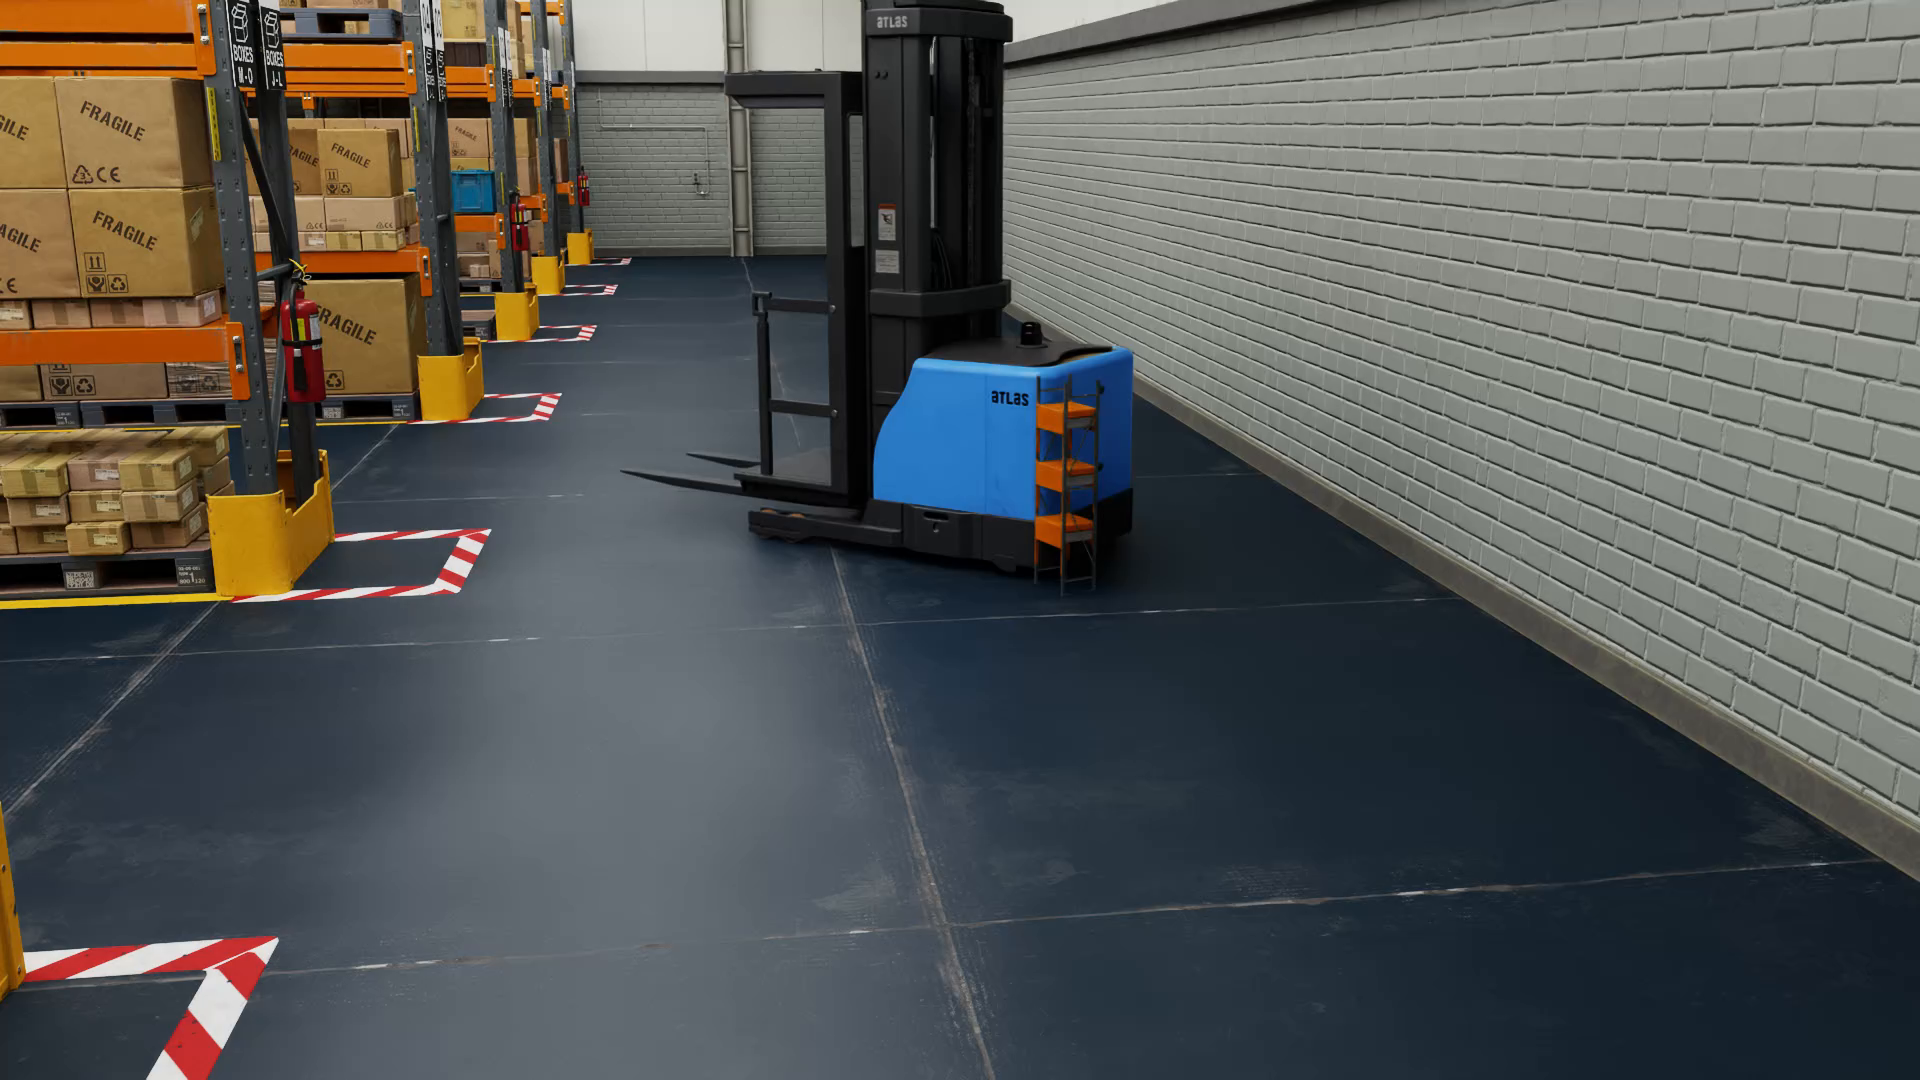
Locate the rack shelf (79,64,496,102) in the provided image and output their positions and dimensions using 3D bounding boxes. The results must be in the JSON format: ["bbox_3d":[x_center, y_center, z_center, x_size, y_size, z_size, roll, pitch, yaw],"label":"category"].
[{"bbox_3d":[-6.836,-4.746,17.294,4.000,0.370,1.077,-2,14,-8],"label":"rack shelf"}]

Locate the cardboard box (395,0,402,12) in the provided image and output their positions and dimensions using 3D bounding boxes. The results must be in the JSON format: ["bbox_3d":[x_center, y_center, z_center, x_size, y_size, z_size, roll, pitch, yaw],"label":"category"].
[{"bbox_3d":[-7.084,-6.829,21.857,0.500,0.500,0.700,-2,14,-8],"label":"cardboard box"}]

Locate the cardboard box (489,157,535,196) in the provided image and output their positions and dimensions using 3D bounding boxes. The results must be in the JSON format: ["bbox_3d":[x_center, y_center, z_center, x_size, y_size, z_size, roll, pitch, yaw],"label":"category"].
[{"bbox_3d":[-5.995,-4.871,22.274,0.500,0.500,0.500,-2,14,-7],"label":"cardboard box"}]

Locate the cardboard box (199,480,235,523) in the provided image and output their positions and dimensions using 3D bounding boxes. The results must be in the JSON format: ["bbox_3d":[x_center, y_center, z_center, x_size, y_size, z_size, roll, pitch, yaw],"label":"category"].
[{"bbox_3d":[-4.048,-0.204,8.865,0.250,0.149,0.380,-2,14,-7],"label":"cardboard box"}]

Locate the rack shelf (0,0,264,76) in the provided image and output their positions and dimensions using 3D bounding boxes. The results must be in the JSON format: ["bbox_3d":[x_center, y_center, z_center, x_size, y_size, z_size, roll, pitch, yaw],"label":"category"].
[{"bbox_3d":[-5.459,-2.358,7.771,4.000,0.370,1.077,-2,14,-8],"label":"rack shelf"}]

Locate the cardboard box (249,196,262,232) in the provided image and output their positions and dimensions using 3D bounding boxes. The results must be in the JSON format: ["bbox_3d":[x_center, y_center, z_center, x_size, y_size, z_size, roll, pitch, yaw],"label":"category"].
[{"bbox_3d":[-5.565,-2.475,12.621,0.500,0.250,0.500,-3,14,-10],"label":"cardboard box"}]

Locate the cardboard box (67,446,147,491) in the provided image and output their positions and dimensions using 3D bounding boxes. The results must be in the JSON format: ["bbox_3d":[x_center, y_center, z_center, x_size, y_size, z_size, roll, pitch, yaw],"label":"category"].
[{"bbox_3d":[-4.225,-0.359,8.260,0.250,0.149,0.380,-2,14,-7],"label":"cardboard box"}]

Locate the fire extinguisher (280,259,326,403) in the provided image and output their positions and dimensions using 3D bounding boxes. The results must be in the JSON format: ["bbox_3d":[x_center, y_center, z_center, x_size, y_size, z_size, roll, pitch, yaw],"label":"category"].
[{"bbox_3d":[-3.164,-1.004,7.986,0.183,0.674,0.296,-2,14,-8],"label":"fire extinguisher"}]

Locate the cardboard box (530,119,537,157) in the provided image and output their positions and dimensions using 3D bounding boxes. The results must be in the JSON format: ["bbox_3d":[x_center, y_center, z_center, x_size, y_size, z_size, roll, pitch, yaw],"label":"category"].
[{"bbox_3d":[-6.071,-5.485,22.667,0.500,0.500,0.500,-2,14,-7],"label":"cardboard box"}]

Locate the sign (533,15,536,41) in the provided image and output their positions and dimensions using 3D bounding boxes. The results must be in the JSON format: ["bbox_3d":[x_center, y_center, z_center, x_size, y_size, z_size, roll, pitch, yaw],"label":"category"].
[{"bbox_3d":[-5.530,-6.655,21.604,0.005,0.325,0.100,-2,14,-8],"label":"sign"}]

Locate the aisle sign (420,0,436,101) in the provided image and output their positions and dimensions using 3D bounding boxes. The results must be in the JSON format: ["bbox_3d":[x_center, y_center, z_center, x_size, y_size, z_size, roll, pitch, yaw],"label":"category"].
[{"bbox_3d":[-4.005,-3.713,12.516,0.004,0.787,0.394,-2,14,-8],"label":"aisle sign"}]

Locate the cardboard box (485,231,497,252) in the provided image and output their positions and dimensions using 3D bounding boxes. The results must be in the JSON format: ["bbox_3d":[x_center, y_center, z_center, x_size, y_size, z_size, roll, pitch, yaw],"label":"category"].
[{"bbox_3d":[-7.507,-5.020,27.346,0.500,0.500,0.700,-2,14,-8],"label":"cardboard box"}]

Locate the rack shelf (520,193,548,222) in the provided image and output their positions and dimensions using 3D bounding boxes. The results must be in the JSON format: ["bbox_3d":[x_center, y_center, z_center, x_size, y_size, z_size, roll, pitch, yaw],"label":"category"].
[{"bbox_3d":[-7.571,-4.483,22.410,4.000,0.370,1.077,-2,14,-8],"label":"rack shelf"}]

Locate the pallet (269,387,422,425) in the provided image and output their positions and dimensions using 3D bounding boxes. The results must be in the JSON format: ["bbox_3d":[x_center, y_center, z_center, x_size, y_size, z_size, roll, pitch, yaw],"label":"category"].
[{"bbox_3d":[-4.900,-1.121,13.258,1.213,0.211,1.003,-2,14,-8],"label":"pallet"}]

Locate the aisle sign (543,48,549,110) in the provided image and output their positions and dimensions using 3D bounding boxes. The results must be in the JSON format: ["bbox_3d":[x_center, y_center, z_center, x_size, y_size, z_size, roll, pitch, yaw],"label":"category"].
[{"bbox_3d":[-5.480,-6.094,22.011,0.004,0.787,0.394,-2,14,-8],"label":"aisle sign"}]

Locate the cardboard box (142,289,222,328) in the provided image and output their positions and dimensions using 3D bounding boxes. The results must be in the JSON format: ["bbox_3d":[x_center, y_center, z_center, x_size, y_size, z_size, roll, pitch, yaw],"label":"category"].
[{"bbox_3d":[-3.762,-1.123,8.050,0.250,0.149,0.380,-2,14,-8],"label":"cardboard box"}]

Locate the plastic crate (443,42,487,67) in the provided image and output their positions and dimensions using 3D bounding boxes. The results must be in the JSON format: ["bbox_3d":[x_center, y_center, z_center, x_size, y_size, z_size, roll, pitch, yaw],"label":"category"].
[{"bbox_3d":[-5.281,-5.157,17.723,0.590,0.269,0.497,-2,14,-8],"label":"plastic crate"}]

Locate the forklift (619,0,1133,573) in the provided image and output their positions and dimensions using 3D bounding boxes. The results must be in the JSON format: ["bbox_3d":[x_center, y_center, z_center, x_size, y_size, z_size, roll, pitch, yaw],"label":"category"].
[{"bbox_3d":[-0.581,-1.502,9.187,3.031,2.935,1.130,8,16,30],"label":"forklift"}]

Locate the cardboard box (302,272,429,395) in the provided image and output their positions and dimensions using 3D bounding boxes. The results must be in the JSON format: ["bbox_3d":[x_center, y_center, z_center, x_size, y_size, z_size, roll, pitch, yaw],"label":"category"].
[{"bbox_3d":[-4.742,-1.652,13.148,0.875,0.875,0.875,-2,14,-8],"label":"cardboard box"}]

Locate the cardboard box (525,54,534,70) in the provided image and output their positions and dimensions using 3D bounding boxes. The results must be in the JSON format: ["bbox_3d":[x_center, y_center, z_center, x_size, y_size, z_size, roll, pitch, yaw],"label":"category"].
[{"bbox_3d":[-7.019,-7.640,26.592,0.500,0.250,0.500,-2,14,-7],"label":"cardboard box"}]

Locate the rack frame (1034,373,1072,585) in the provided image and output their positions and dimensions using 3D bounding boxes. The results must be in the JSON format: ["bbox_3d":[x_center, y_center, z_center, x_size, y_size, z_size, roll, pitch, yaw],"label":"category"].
[{"bbox_3d":[0.462,-0.298,8.253,0.200,1.050,0.008,-8,16,-29],"label":"rack frame"}]

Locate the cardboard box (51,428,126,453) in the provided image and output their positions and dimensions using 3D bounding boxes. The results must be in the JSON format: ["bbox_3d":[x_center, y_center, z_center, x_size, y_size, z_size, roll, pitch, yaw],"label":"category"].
[{"bbox_3d":[-4.573,-0.480,8.742,0.250,0.149,0.380,-2,14,-8],"label":"cardboard box"}]

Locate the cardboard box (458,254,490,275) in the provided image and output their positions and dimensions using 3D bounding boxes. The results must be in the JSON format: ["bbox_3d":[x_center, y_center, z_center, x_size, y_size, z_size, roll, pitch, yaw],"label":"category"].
[{"bbox_3d":[-6.667,-3.815,23.014,0.500,0.250,0.500,-2,14,-8],"label":"cardboard box"}]

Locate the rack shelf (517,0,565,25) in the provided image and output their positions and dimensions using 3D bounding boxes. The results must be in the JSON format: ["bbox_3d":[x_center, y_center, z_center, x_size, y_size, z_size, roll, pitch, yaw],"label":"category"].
[{"bbox_3d":[-8.312,-8.390,26.480,4.000,0.370,1.077,-2,14,-8],"label":"rack shelf"}]

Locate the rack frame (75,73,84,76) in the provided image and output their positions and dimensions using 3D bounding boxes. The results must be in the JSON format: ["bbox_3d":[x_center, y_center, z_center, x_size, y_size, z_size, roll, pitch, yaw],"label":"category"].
[{"bbox_3d":[-8.814,-3.568,17.282,0.127,3.000,1.000,-2,14,-8],"label":"rack frame"}]

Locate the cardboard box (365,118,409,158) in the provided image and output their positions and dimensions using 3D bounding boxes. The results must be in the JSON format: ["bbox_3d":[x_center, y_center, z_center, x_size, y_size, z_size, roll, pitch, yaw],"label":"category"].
[{"bbox_3d":[-7.511,-5.299,21.922,0.500,0.500,0.500,-2,14,-7],"label":"cardboard box"}]

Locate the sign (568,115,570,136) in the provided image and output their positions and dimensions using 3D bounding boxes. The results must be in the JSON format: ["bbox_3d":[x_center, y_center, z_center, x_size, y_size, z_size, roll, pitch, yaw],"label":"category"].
[{"bbox_3d":[-6.267,-6.641,26.670,0.005,0.325,0.100,-2,14,-8],"label":"sign"}]

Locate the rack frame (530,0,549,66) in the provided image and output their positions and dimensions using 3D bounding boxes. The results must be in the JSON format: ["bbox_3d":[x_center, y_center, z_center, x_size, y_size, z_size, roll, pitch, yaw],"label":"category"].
[{"bbox_3d":[-5.593,-7.814,21.882,0.127,3.000,1.000,-2,14,-8],"label":"rack frame"}]

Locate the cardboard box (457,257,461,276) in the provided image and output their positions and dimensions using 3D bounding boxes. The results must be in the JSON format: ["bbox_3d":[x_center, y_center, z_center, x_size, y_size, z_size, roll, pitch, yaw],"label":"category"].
[{"bbox_3d":[-7.038,-3.678,22.469,0.500,0.250,0.500,-2,14,-8],"label":"cardboard box"}]

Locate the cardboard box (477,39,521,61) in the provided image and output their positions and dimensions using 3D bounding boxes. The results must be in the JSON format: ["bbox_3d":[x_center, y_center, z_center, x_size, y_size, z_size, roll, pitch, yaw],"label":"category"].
[{"bbox_3d":[-6.063,-6.449,21.885,0.500,0.250,0.500,-2,14,-8],"label":"cardboard box"}]

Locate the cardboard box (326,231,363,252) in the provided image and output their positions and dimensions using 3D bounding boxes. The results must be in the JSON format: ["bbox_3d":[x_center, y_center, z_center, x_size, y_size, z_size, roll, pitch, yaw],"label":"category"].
[{"bbox_3d":[-4.681,-2.298,12.734,0.250,0.149,0.380,-2,14,-8],"label":"cardboard box"}]

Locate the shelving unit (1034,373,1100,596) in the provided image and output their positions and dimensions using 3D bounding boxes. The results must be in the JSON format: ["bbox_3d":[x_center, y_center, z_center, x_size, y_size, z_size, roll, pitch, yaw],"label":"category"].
[{"bbox_3d":[0.522,-0.272,8.150,0.215,1.050,0.252,-8,16,-29],"label":"shelving unit"}]

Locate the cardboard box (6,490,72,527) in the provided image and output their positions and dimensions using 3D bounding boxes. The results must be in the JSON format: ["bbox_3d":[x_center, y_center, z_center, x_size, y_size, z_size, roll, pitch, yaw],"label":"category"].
[{"bbox_3d":[-4.475,-0.183,8.170,0.250,0.149,0.380,-3,14,-11],"label":"cardboard box"}]

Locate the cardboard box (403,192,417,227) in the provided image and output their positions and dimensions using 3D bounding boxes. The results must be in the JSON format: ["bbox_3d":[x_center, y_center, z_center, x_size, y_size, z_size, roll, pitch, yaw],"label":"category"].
[{"bbox_3d":[-4.636,-2.641,13.281,0.500,0.250,0.500,-2,14,-10],"label":"cardboard box"}]

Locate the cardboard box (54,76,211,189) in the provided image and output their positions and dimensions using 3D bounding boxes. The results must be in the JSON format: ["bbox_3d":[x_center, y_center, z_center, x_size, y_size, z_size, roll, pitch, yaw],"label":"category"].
[{"bbox_3d":[-3.897,-1.926,7.863,0.500,0.500,0.500,-2,14,-9],"label":"cardboard box"}]

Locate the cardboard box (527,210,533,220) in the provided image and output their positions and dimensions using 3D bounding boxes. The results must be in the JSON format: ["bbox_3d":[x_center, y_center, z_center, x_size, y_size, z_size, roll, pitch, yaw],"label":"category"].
[{"bbox_3d":[-7.112,-5.304,27.146,0.250,0.149,0.380,-2,14,-9],"label":"cardboard box"}]

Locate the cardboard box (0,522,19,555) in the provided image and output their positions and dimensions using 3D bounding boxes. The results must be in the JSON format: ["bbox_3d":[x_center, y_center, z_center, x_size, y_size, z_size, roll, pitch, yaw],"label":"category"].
[{"bbox_3d":[-4.727,-0.042,8.219,0.250,0.149,0.380,-2,14,-8],"label":"cardboard box"}]

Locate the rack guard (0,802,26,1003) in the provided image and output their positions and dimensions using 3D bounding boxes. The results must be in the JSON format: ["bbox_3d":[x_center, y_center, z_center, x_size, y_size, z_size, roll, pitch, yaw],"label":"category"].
[{"bbox_3d":[-2.621,1.074,3.912,0.348,0.500,1.175,-2,14,-8],"label":"rack guard"}]

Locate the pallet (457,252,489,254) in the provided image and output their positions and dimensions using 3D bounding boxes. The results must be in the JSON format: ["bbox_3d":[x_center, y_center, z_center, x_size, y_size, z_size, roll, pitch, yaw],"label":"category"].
[{"bbox_3d":[-8.317,-4.652,27.338,1.213,0.211,1.003,-2,14,-8],"label":"pallet"}]

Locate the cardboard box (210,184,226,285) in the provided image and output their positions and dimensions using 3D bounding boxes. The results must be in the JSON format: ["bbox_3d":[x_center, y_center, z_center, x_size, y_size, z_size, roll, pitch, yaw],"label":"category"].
[{"bbox_3d":[-3.967,-1.568,8.489,0.500,0.500,0.500,-1,14,-6],"label":"cardboard box"}]

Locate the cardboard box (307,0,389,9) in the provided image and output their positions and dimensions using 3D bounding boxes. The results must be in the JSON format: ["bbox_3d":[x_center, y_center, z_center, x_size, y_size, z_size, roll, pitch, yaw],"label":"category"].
[{"bbox_3d":[-4.627,-4.245,12.543,0.500,0.500,0.700,-3,14,-12],"label":"cardboard box"}]

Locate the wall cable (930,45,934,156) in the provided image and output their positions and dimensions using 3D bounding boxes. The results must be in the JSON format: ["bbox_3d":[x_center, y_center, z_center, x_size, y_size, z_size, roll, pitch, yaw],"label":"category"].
[{"bbox_3d":[-0.688,-7.619,27.485,0.112,2.526,3.097,-2,14,-8],"label":"wall cable"}]

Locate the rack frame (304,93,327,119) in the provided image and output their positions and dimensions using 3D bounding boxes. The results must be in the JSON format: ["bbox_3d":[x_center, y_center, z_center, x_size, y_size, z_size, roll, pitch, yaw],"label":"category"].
[{"bbox_3d":[-10.290,-5.951,26.784,0.127,3.000,1.000,-2,14,-8],"label":"rack frame"}]
